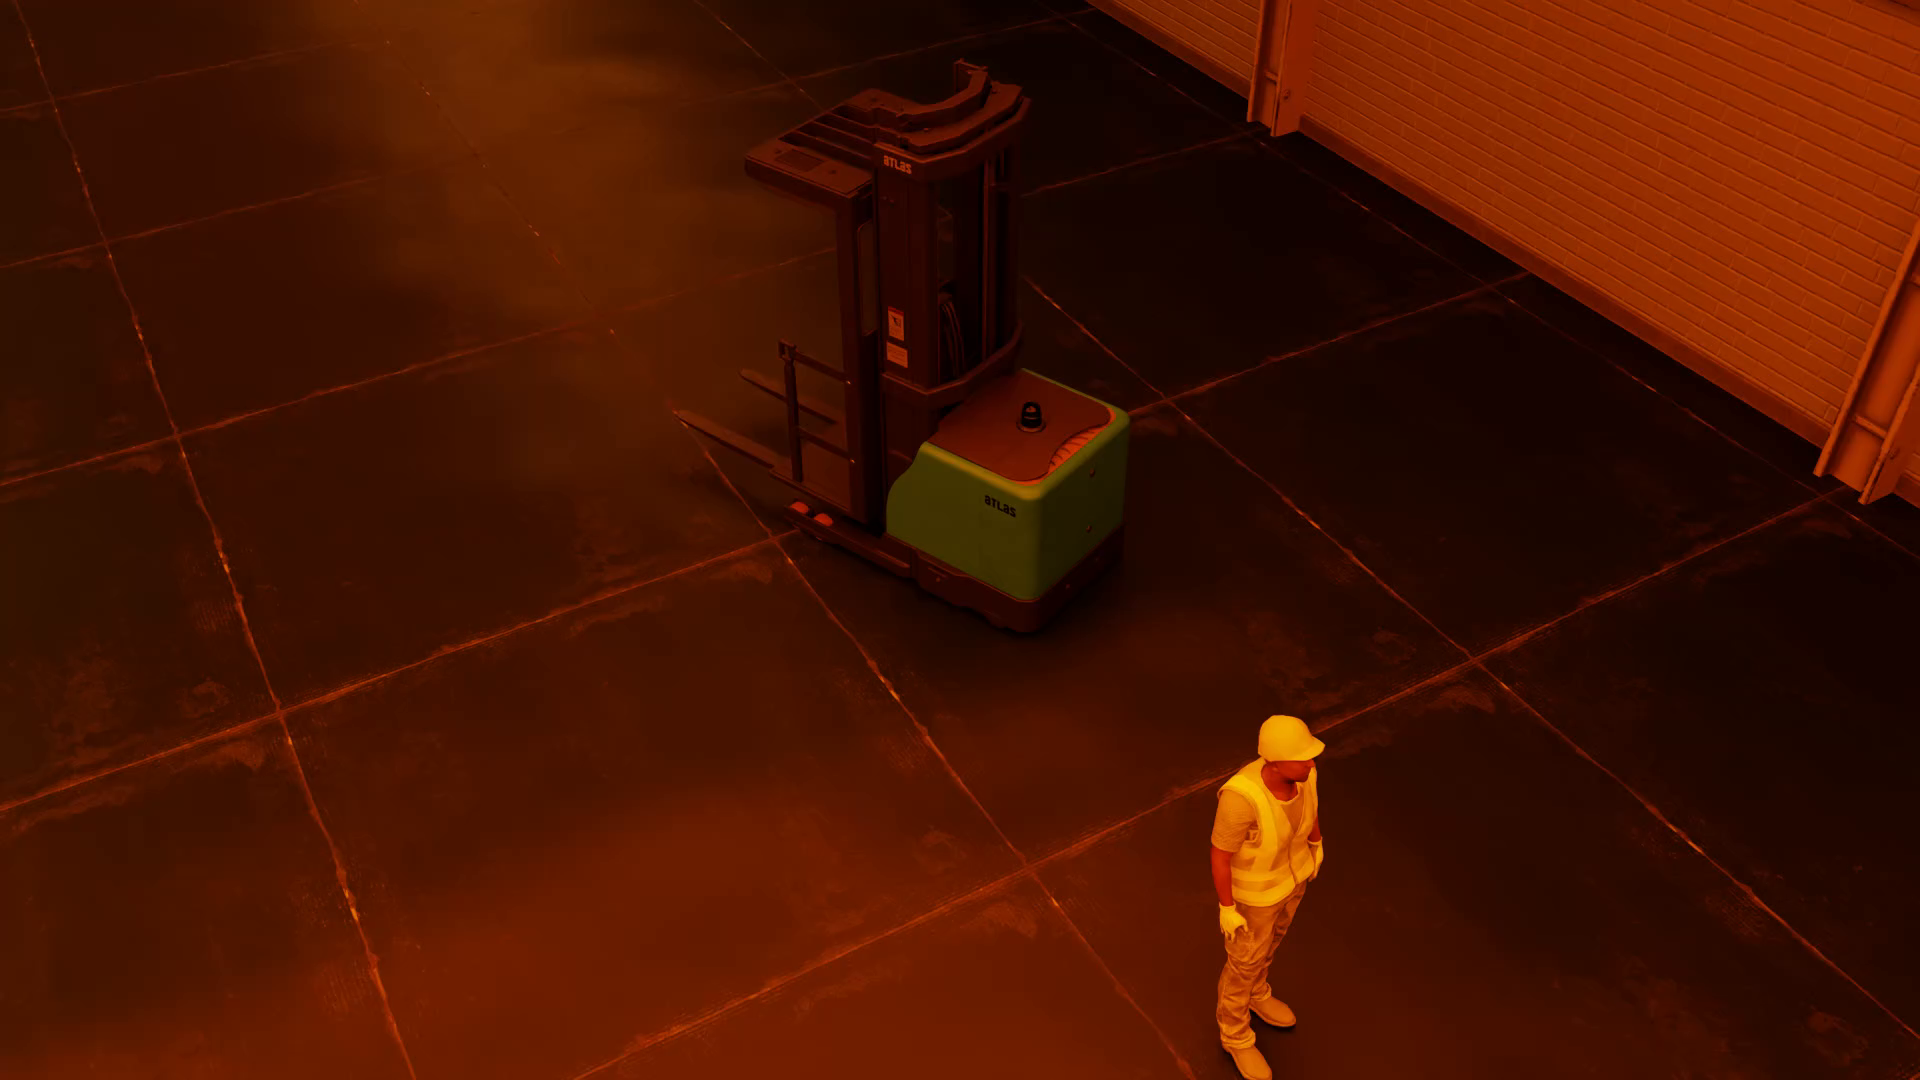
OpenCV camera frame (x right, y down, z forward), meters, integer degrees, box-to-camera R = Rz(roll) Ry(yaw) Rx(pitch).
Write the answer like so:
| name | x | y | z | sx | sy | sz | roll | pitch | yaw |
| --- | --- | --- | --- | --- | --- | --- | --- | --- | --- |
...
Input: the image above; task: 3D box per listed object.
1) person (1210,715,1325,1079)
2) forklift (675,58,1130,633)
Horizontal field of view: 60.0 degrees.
| name | x | y | z | sx | sy | sz | roll | pitch | yaw |
| --- | --- | --- | --- | --- | --- | --- | --- | --- | --- |
| person | 1.371 | 1.494 | 7.123 | 0.657 | 1.785 | 0.574 | -31 | 49 | -32 |
| forklift | -0.481 | -1.366 | 9.683 | 3.031 | 2.935 | 1.130 | 26 | 46 | 28 |
